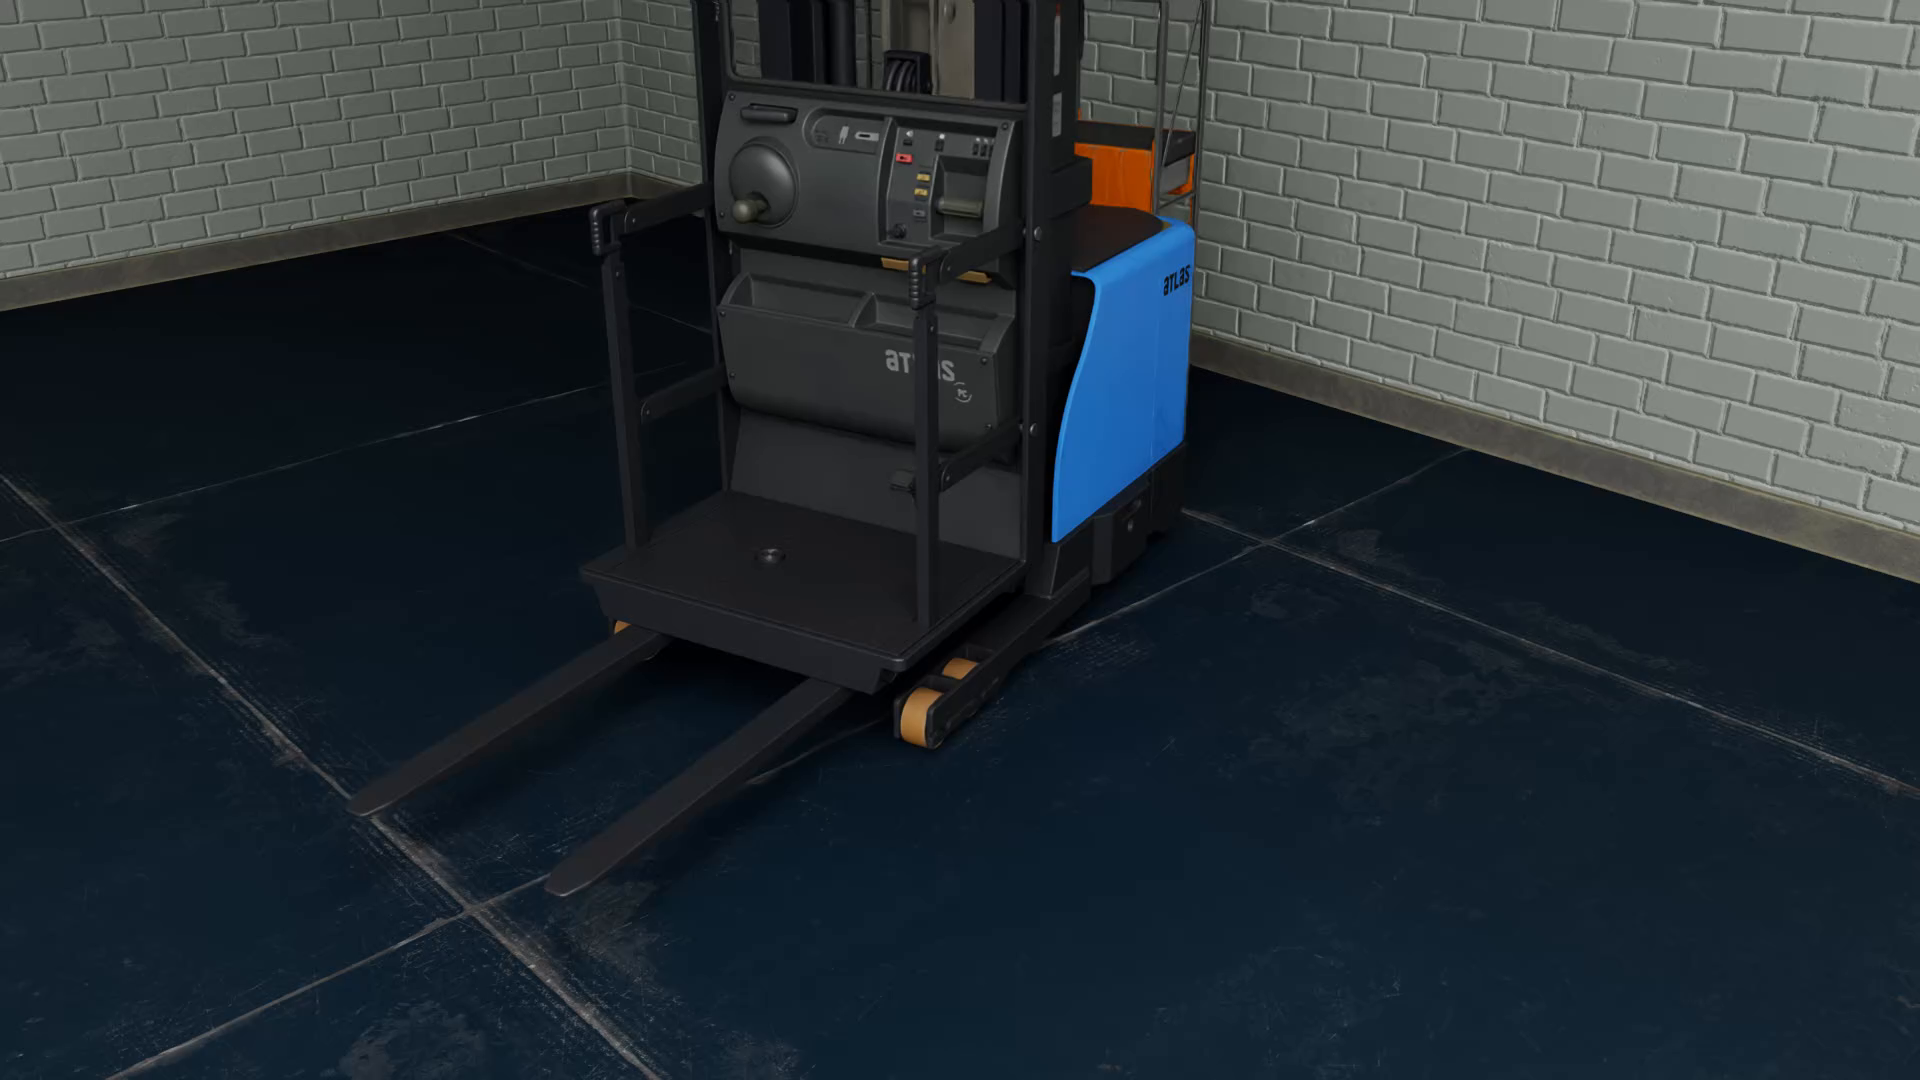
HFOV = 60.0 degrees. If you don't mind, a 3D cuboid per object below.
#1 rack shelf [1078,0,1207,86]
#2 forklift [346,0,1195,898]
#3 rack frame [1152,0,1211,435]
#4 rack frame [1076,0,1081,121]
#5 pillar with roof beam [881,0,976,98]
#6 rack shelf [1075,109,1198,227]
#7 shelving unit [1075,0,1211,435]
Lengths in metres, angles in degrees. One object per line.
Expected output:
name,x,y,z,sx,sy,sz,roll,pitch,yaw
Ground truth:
rack shelf,0.543,-1.852,5.627,0.480,0.518,0.431,13,28,27
forklift,-0.381,-0.983,4.374,1.130,2.935,3.031,13,28,27
rack frame,0.754,-1.178,5.801,0.015,2.100,0.400,13,28,27
rack frame,0.331,-1.278,6.023,0.015,2.100,0.400,13,28,27
pillar with roof beam,-3.273,-4.107,3.911,9.100,9.000,0.400,-21,32,-38
rack shelf,0.543,-1.216,5.918,0.480,0.518,0.431,13,28,27
shelving unit,0.543,-1.228,5.912,0.503,2.100,0.431,13,28,27
